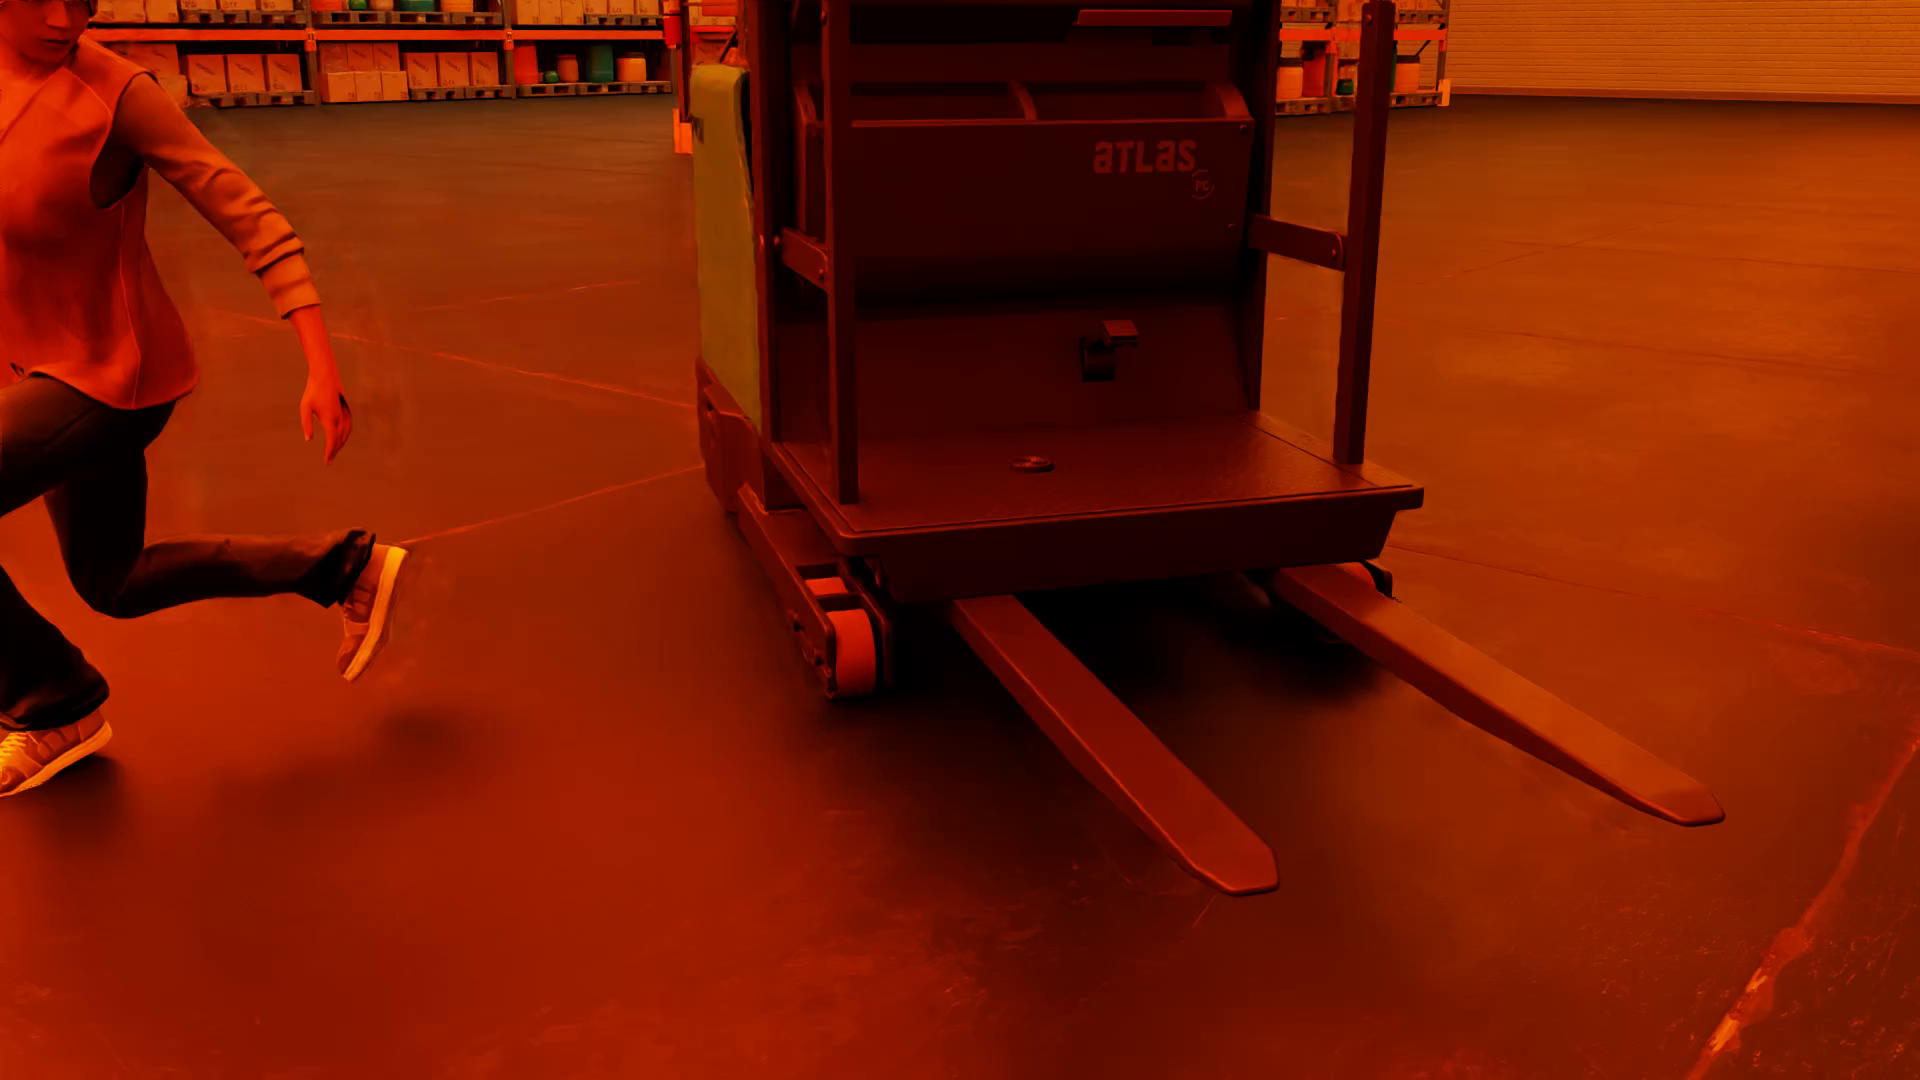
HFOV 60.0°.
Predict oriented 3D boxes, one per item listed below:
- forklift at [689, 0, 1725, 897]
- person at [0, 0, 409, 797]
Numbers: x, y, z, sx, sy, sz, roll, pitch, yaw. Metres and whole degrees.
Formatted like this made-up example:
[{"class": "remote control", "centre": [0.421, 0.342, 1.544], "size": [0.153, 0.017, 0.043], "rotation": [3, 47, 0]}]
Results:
[{"class": "forklift", "centre": [0.195, -1.242, 2.986], "size": [1.130, 2.935, 3.031], "rotation": [-5, 18, -16]}, {"class": "person", "centre": [-1.294, -0.279, 2.579], "size": [0.823, 1.382, 0.547], "rotation": [-16, 23, -42]}]
